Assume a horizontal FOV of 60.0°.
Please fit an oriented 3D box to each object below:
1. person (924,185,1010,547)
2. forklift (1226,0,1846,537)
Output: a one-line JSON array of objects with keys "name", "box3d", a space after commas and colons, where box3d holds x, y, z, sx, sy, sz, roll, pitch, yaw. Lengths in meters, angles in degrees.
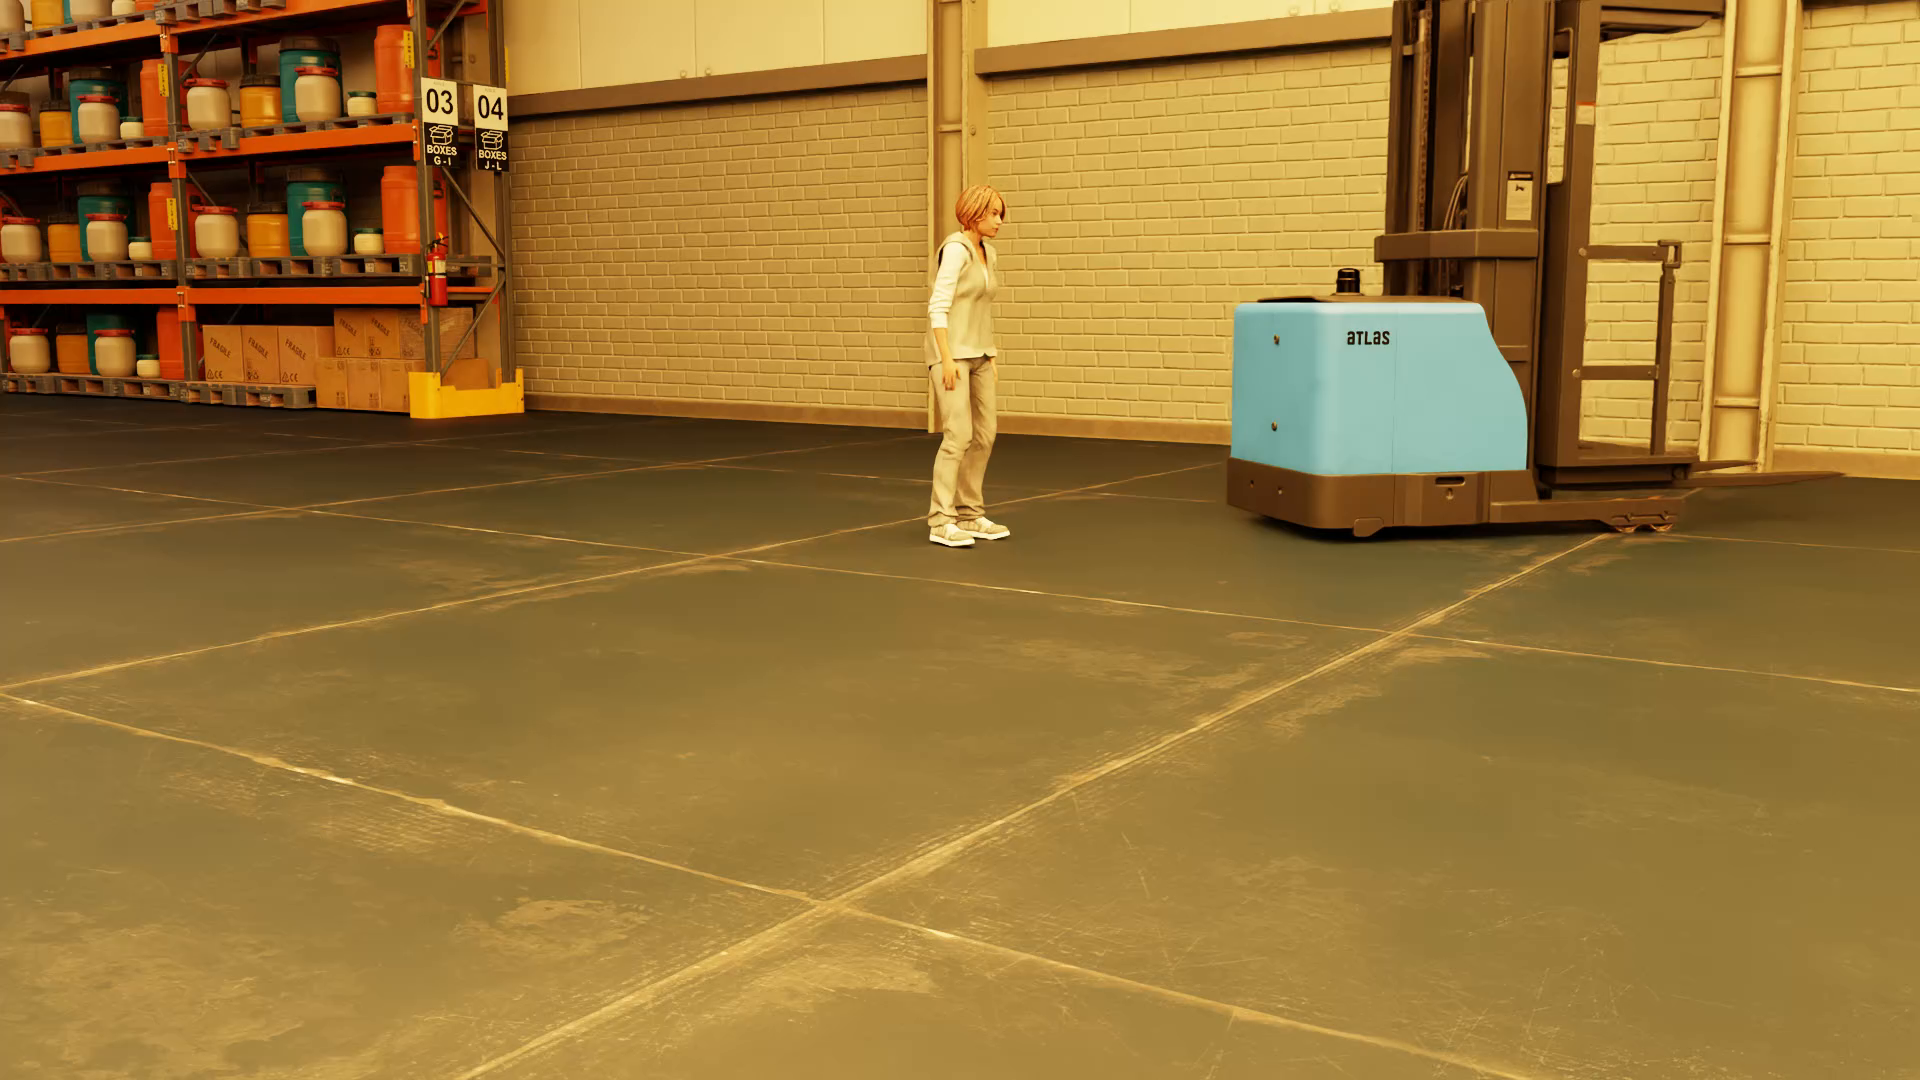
[{"name": "person", "box3d": [0.023, -0.787, 7.489, 0.345, 1.592, 0.481, 5, 9, 30]}, {"name": "forklift", "box3d": [2.913, -1.553, 8.114, 3.031, 2.935, 1.130, -2, 8, -15]}]
